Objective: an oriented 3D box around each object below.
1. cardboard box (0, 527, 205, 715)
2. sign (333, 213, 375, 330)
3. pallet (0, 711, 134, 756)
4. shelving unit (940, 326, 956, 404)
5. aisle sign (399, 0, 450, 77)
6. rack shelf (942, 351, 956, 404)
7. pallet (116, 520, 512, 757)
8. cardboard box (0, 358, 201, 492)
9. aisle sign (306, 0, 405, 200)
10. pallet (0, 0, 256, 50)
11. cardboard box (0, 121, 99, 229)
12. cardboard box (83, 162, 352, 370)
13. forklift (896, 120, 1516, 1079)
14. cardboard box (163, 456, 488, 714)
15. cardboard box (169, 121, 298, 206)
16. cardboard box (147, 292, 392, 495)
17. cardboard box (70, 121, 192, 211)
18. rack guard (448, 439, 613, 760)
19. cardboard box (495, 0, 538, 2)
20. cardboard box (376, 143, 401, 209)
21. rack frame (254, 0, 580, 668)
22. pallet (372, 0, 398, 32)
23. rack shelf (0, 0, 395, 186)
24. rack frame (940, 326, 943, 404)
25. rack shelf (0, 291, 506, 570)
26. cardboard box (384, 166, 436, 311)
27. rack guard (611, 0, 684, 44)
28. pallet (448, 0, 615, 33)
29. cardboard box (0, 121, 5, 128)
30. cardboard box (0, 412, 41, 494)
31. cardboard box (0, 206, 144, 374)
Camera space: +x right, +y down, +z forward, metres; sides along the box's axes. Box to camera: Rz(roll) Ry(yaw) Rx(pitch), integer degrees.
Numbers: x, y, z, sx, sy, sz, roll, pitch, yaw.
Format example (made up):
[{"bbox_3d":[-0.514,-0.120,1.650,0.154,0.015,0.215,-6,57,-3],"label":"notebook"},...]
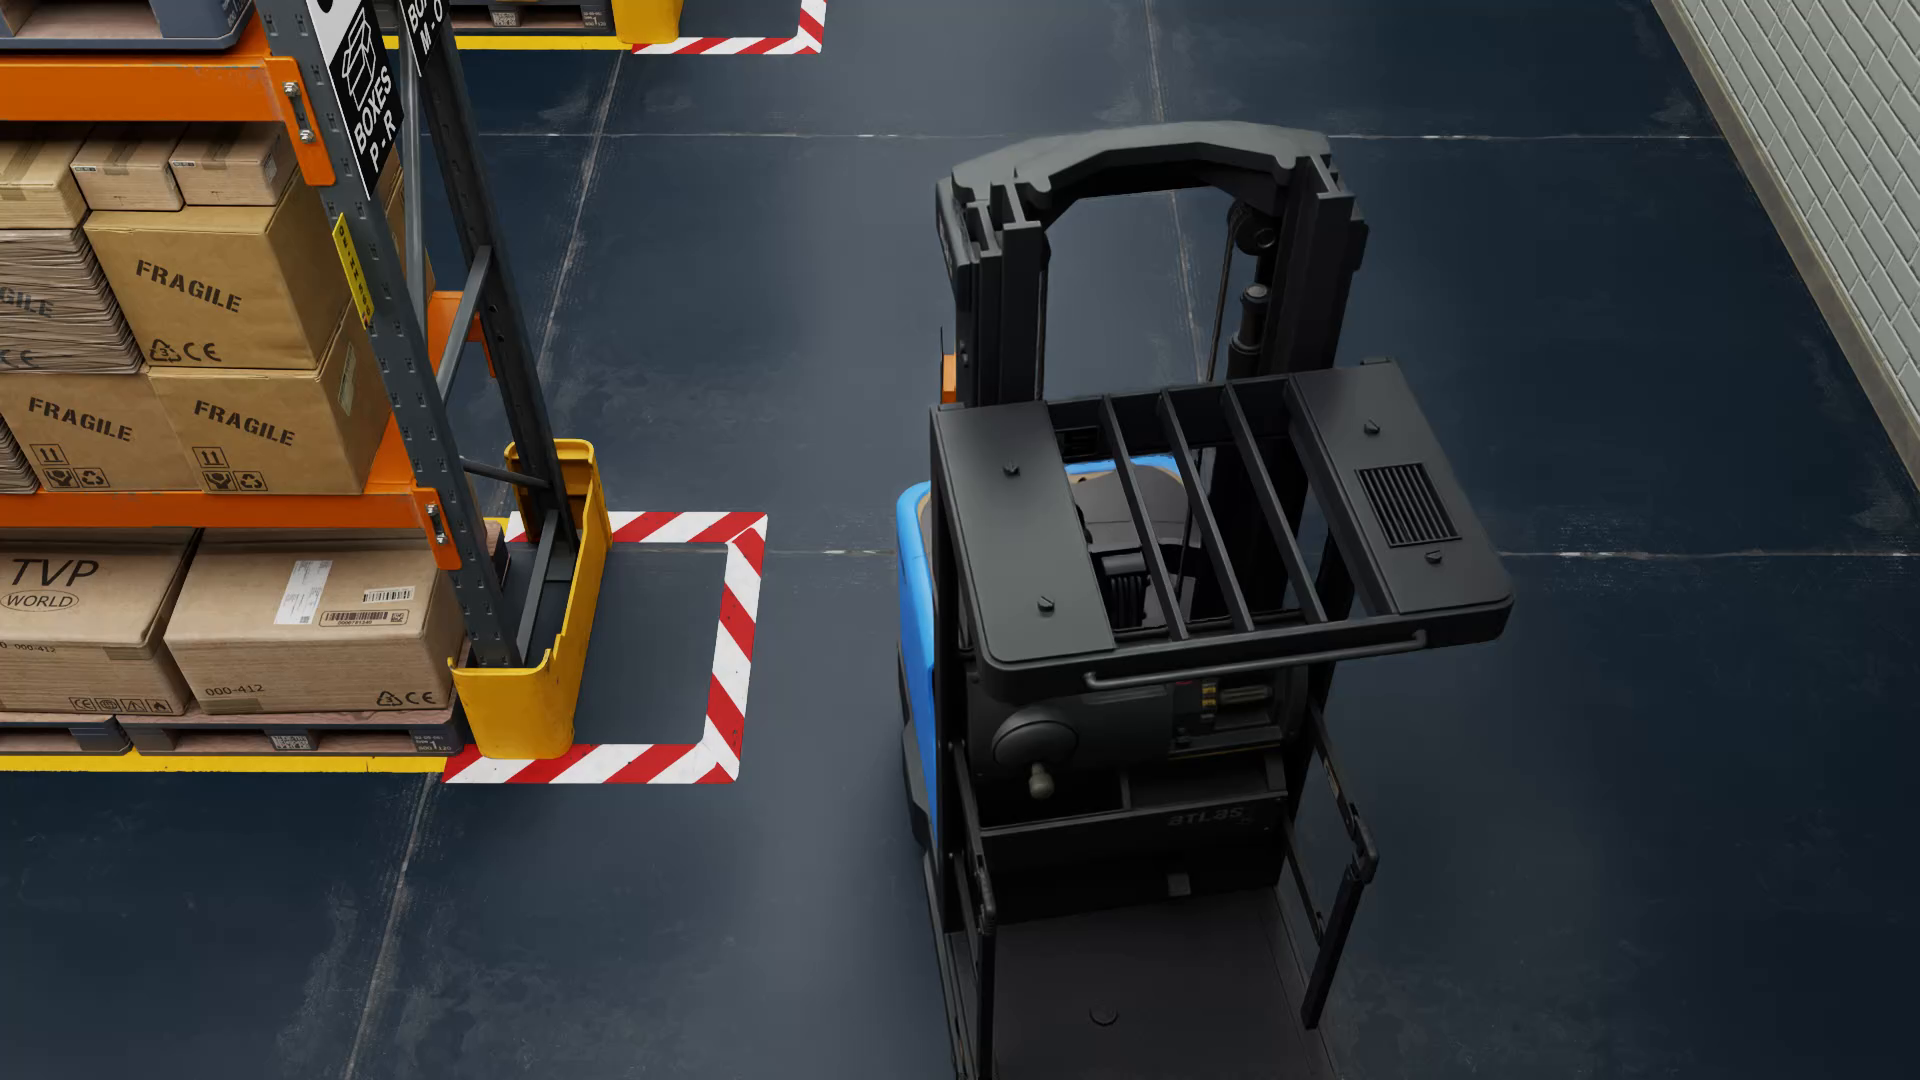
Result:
[{"bbox_3d":[-3.200,0.157,6.099,0.875,0.438,0.875,1,47,1],"label":"cardboard box"},{"bbox_3d":[-1.640,-0.726,4.505,0.005,0.325,0.100,0,47,0],"label":"sign"},{"bbox_3d":[-3.641,0.352,6.359,1.213,0.211,1.003,0,47,0],"label":"pallet"},{"bbox_3d":[0.054,-0.358,6.446,0.252,1.050,0.215,0,47,0],"label":"shelving unit"},{"bbox_3d":[-1.551,-1.746,4.631,0.004,0.787,0.394,0,47,0],"label":"aisle sign"},{"bbox_3d":[0.054,-0.544,6.246,0.240,0.259,0.215,0,47,0],"label":"rack shelf"},{"bbox_3d":[-2.424,0.357,6.354,1.213,0.211,1.003,0,47,0],"label":"pallet"},{"bbox_3d":[-2.610,-0.502,5.181,0.500,0.500,0.500,-1,47,-1],"label":"cardboard box"},{"bbox_3d":[-1.554,-1.307,4.222,0.004,0.787,0.394,0,47,0],"label":"aisle sign"},{"bbox_3d":[-2.366,-1.634,4.314,1.213,0.211,1.003,0,47,0],"label":"pallet"},{"bbox_3d":[-2.497,-1.020,4.537,0.250,0.149,0.380,0,47,0],"label":"cardboard box"},{"bbox_3d":[-2.107,-0.850,4.821,0.500,0.500,0.500,2,47,1],"label":"cardboard box"},{"bbox_3d":[0.515,0.557,4.310,1.130,2.935,3.031,-7,47,-6],"label":"forklift"},{"bbox_3d":[-2.285,0.153,6.103,0.875,0.438,0.875,-1,47,-1],"label":"cardboard box"},{"bbox_3d":[-1.984,-1.098,4.609,0.250,0.149,0.380,1,47,1],"label":"cardboard box"},{"bbox_3d":[-2.108,-0.490,5.169,0.500,0.500,0.500,0,47,0],"label":"cardboard box"},{"bbox_3d":[-2.238,-1.081,4.594,0.250,0.149,0.380,1,47,1],"label":"cardboard box"},{"bbox_3d":[-1.601,0.204,6.300,0.348,0.500,1.175,0,47,0],"label":"rack guard"},{"bbox_3d":[-2.492,-3.219,9.438,0.250,0.149,0.380,1,47,1],"label":"cardboard box"},{"bbox_3d":[-2.103,-1.233,5.178,0.500,0.500,0.500,-1,47,-1],"label":"cardboard box"},{"bbox_3d":[-1.625,-0.648,5.385,0.127,3.000,1.000,0,47,0],"label":"rack frame"},{"bbox_3d":[-3.812,-3.355,9.810,1.213,0.211,1.003,0,47,0],"label":"pallet"},{"bbox_3d":[-3.625,-1.430,4.555,4.000,0.370,1.077,0,47,0],"label":"rack shelf"},{"bbox_3d":[-0.068,-0.358,6.447,0.008,1.050,0.200,0,47,0],"label":"rack frame"},{"bbox_3d":[-3.625,-0.408,5.653,4.000,0.370,1.077,0,47,0],"label":"rack shelf"},{"bbox_3d":[-2.103,-0.894,5.545,0.500,0.500,0.500,0,47,0],"label":"cardboard box"},{"bbox_3d":[-1.783,-3.420,9.673,0.348,0.500,1.175,0,47,0],"label":"rack guard"},{"bbox_3d":[-2.595,-3.350,9.805,1.213,0.211,1.003,0,47,0],"label":"pallet"},{"bbox_3d":[-2.748,-1.051,4.566,0.250,0.149,0.380,1,47,1],"label":"cardboard box"},{"bbox_3d":[-3.124,-0.496,5.175,0.500,0.500,0.500,1,47,1],"label":"cardboard box"},{"bbox_3d":[-2.630,-0.830,4.803,0.500,0.500,0.500,0,47,0],"label":"cardboard box"}]
